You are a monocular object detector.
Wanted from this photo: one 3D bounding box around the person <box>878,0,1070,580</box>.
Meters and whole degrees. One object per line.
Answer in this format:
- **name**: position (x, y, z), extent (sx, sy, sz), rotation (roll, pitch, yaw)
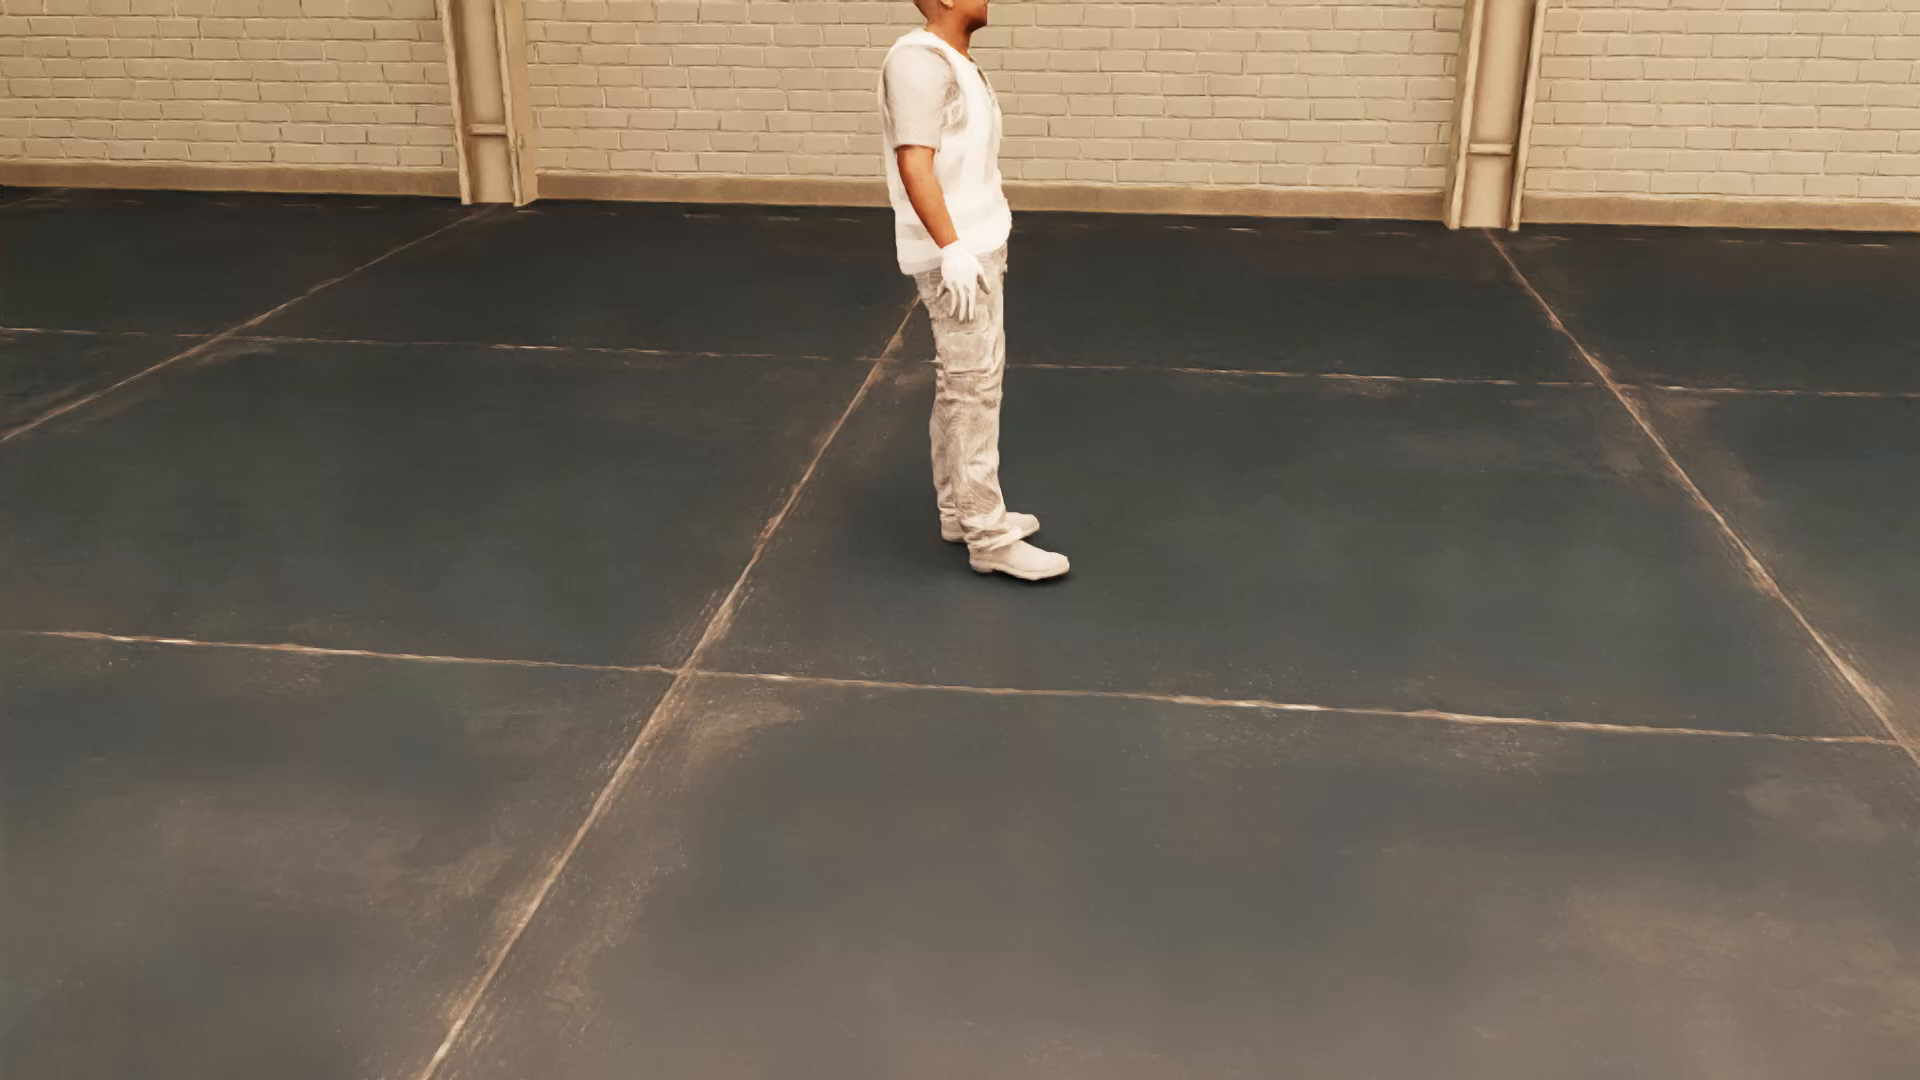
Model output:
- **person**: position (0.070, -0.827, 4.826), extent (0.576, 1.782, 0.655), rotation (3, 22, 7)
